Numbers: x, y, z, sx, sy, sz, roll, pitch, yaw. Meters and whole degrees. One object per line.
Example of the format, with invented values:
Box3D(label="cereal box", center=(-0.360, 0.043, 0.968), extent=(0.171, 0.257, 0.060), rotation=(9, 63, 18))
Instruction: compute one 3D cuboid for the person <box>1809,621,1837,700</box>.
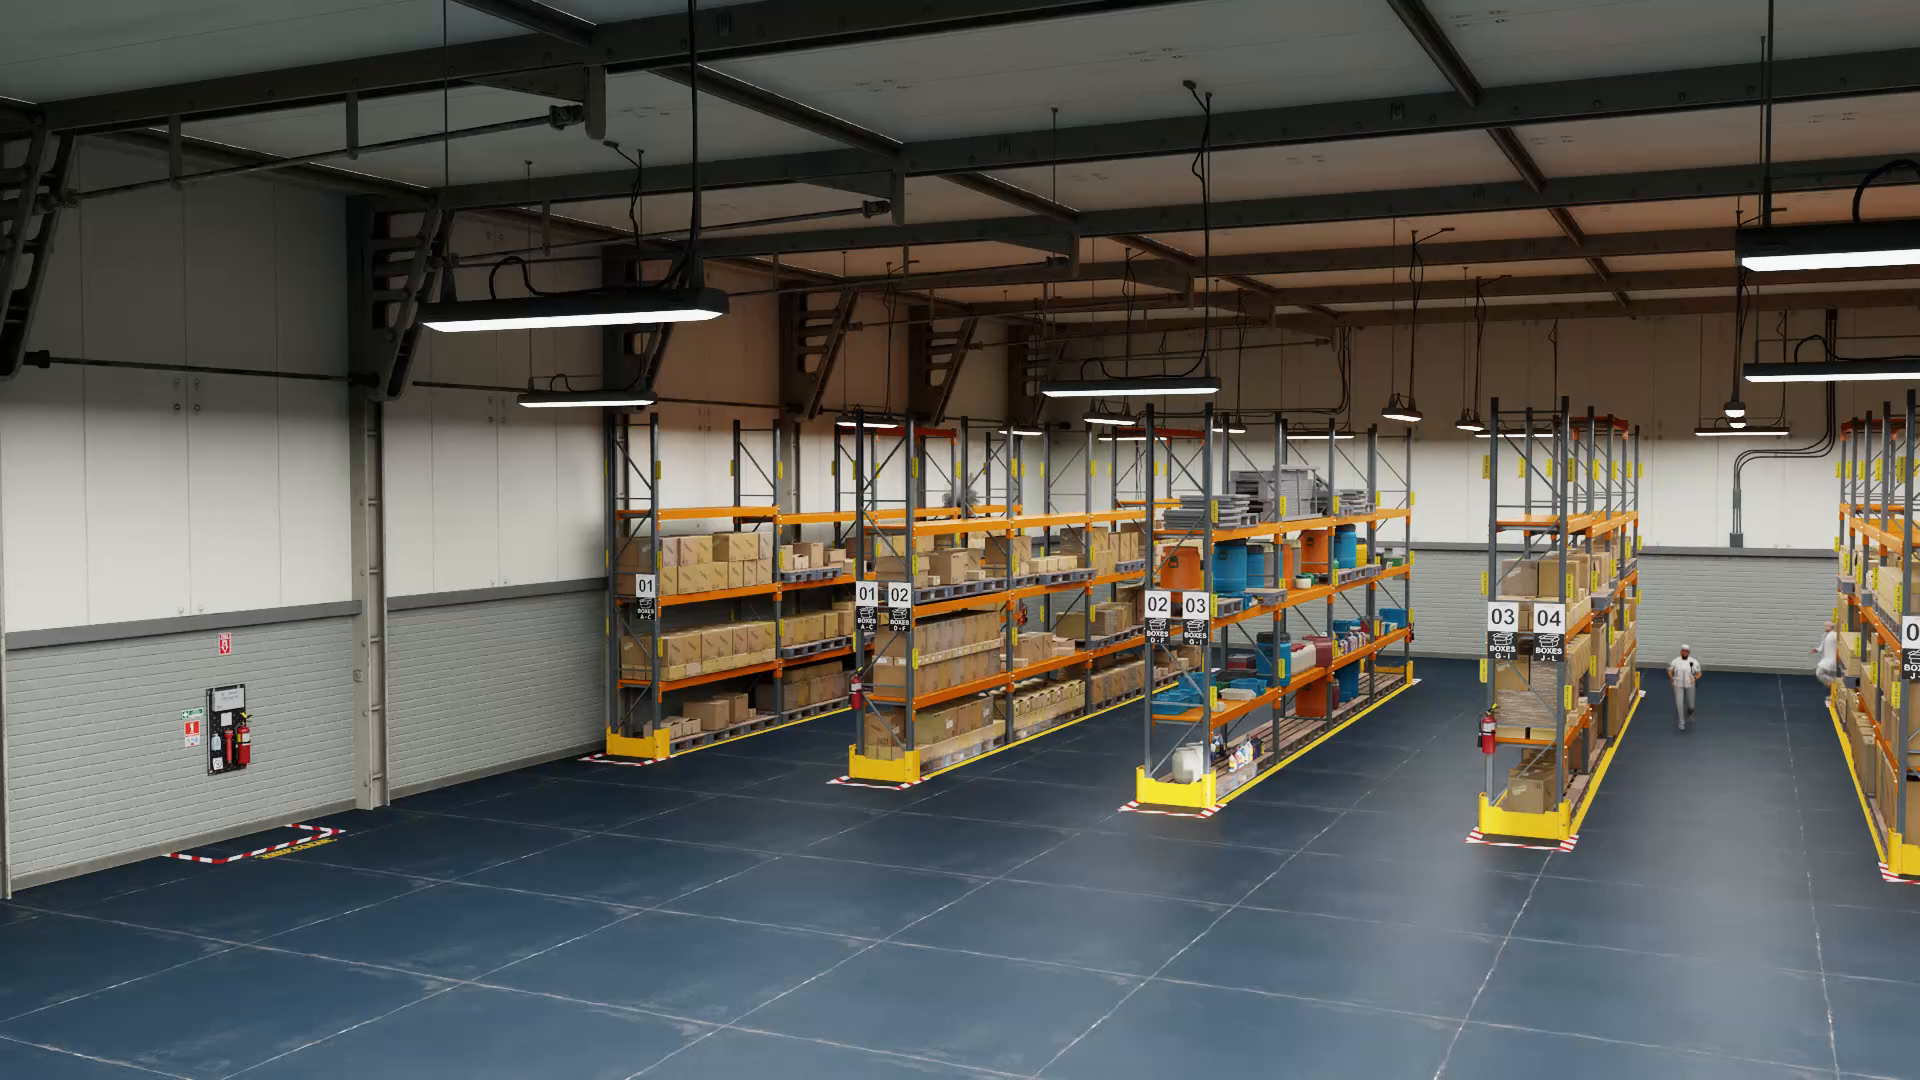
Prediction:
Box3D(label="person", center=(18.885, 2.622, 36.143), extent=(0.723, 1.722, 0.742), rotation=(0, 2, 6))

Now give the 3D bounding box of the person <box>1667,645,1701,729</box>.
Box3D(label="person", center=(14.007, 2.844, 32.193), extent=(0.597, 1.604, 0.611), rotation=(1, 3, 26))
